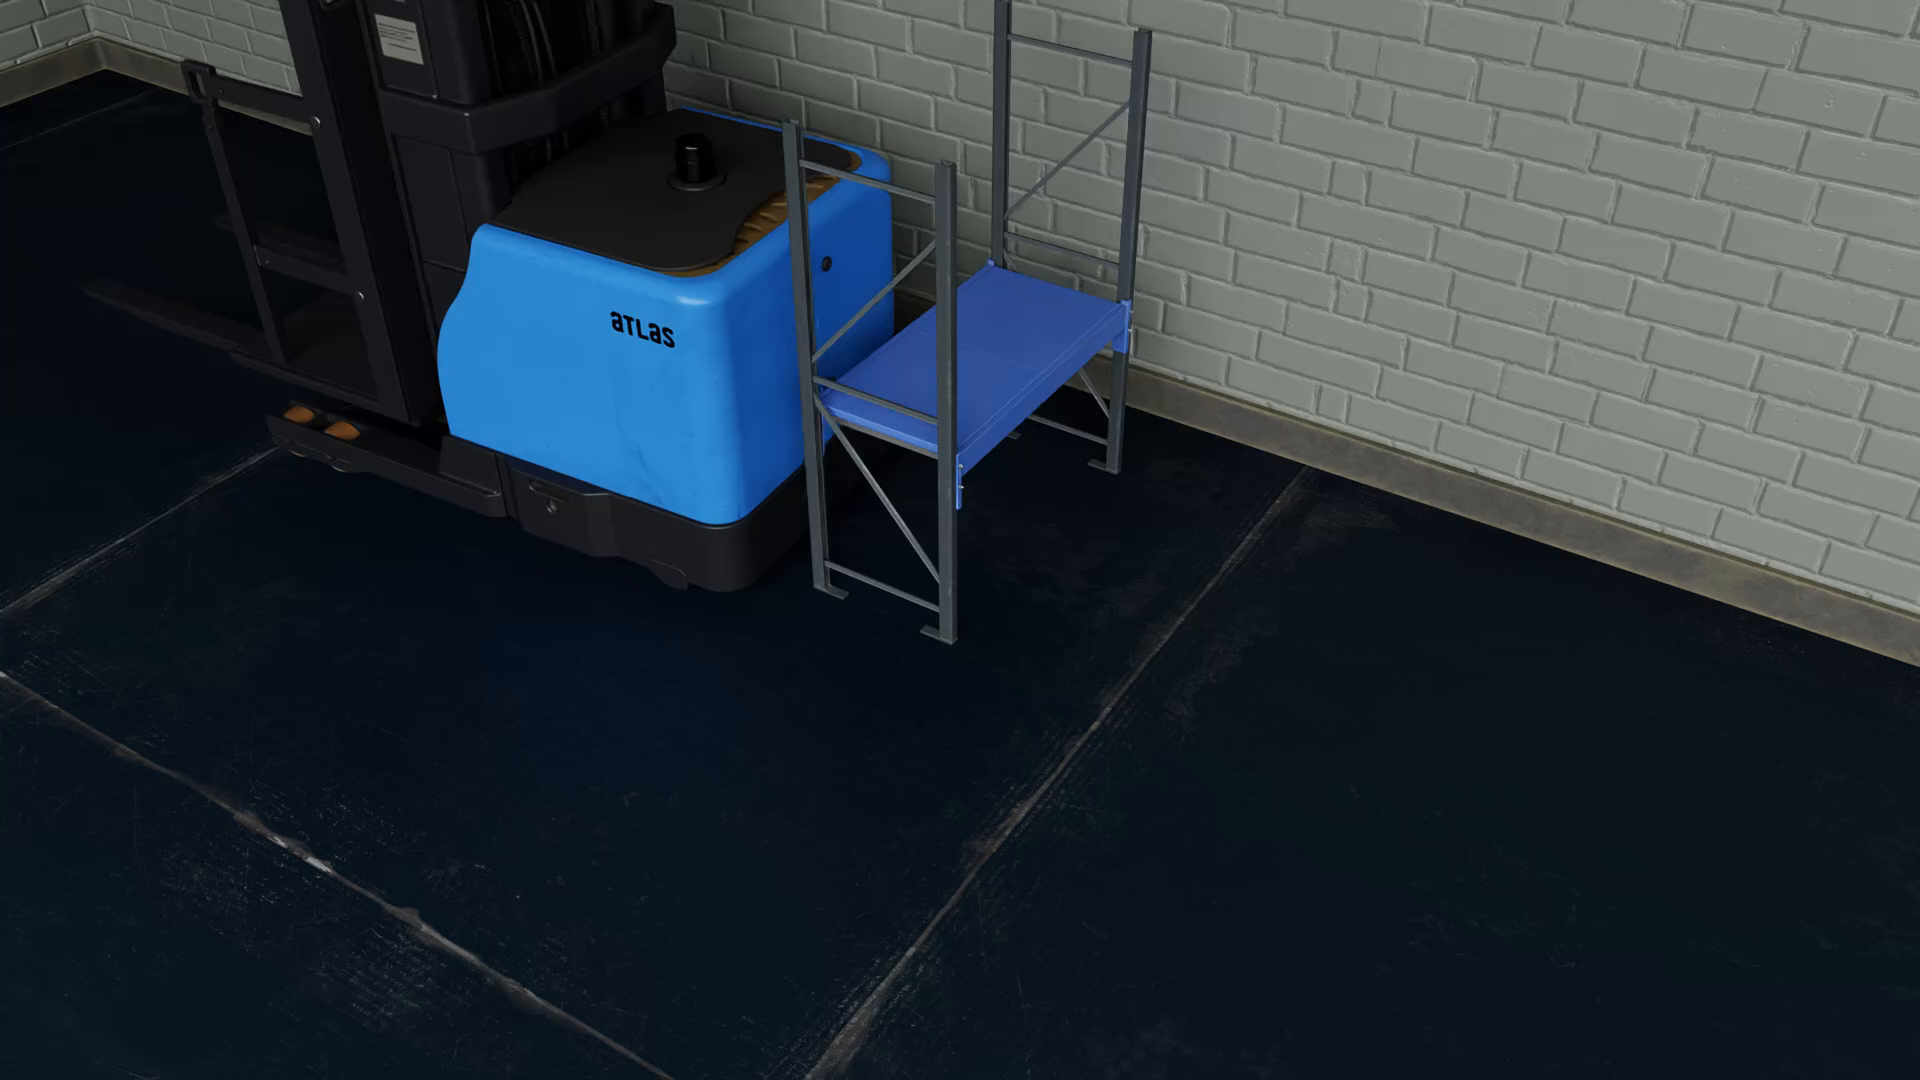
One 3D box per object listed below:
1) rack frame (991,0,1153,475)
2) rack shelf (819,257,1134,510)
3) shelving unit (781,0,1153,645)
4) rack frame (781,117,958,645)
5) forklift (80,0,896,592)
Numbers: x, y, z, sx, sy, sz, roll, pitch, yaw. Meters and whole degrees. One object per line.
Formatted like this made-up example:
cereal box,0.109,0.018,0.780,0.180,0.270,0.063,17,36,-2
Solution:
rack frame,0.318,-0.900,5.189,0.500,1.500,0.032,21,42,25
rack shelf,0.046,-0.496,4.959,0.538,0.185,1.000,21,42,25
shelving unit,0.046,-0.638,4.849,0.538,1.500,1.048,21,42,25
rack frame,-0.227,-0.376,4.509,0.500,1.500,0.032,21,42,25
forklift,-1.736,-1.649,4.989,3.031,2.935,1.130,18,41,22
